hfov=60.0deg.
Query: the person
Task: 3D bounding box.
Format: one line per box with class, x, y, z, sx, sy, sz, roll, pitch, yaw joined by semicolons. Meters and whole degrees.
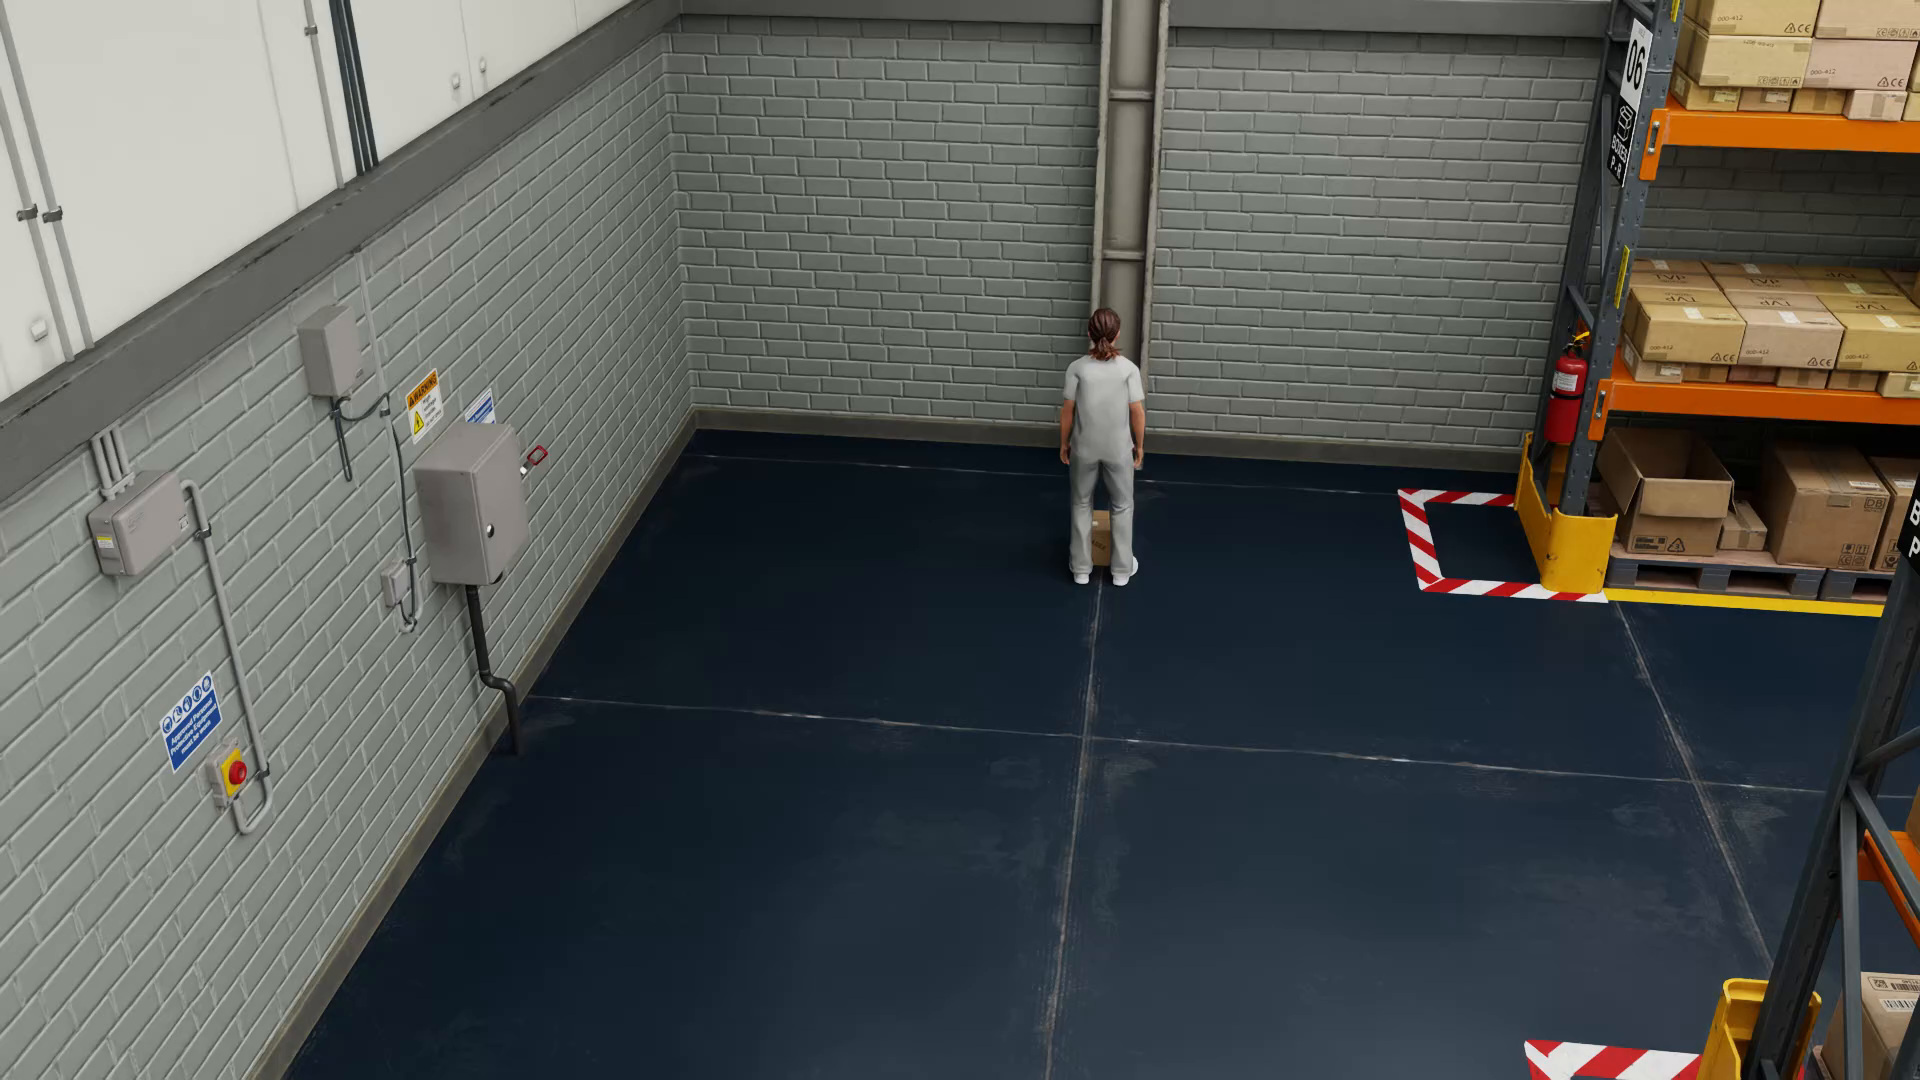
person;0.816;-0.521;9.585;0.495;1.673;0.352;3;29;6
